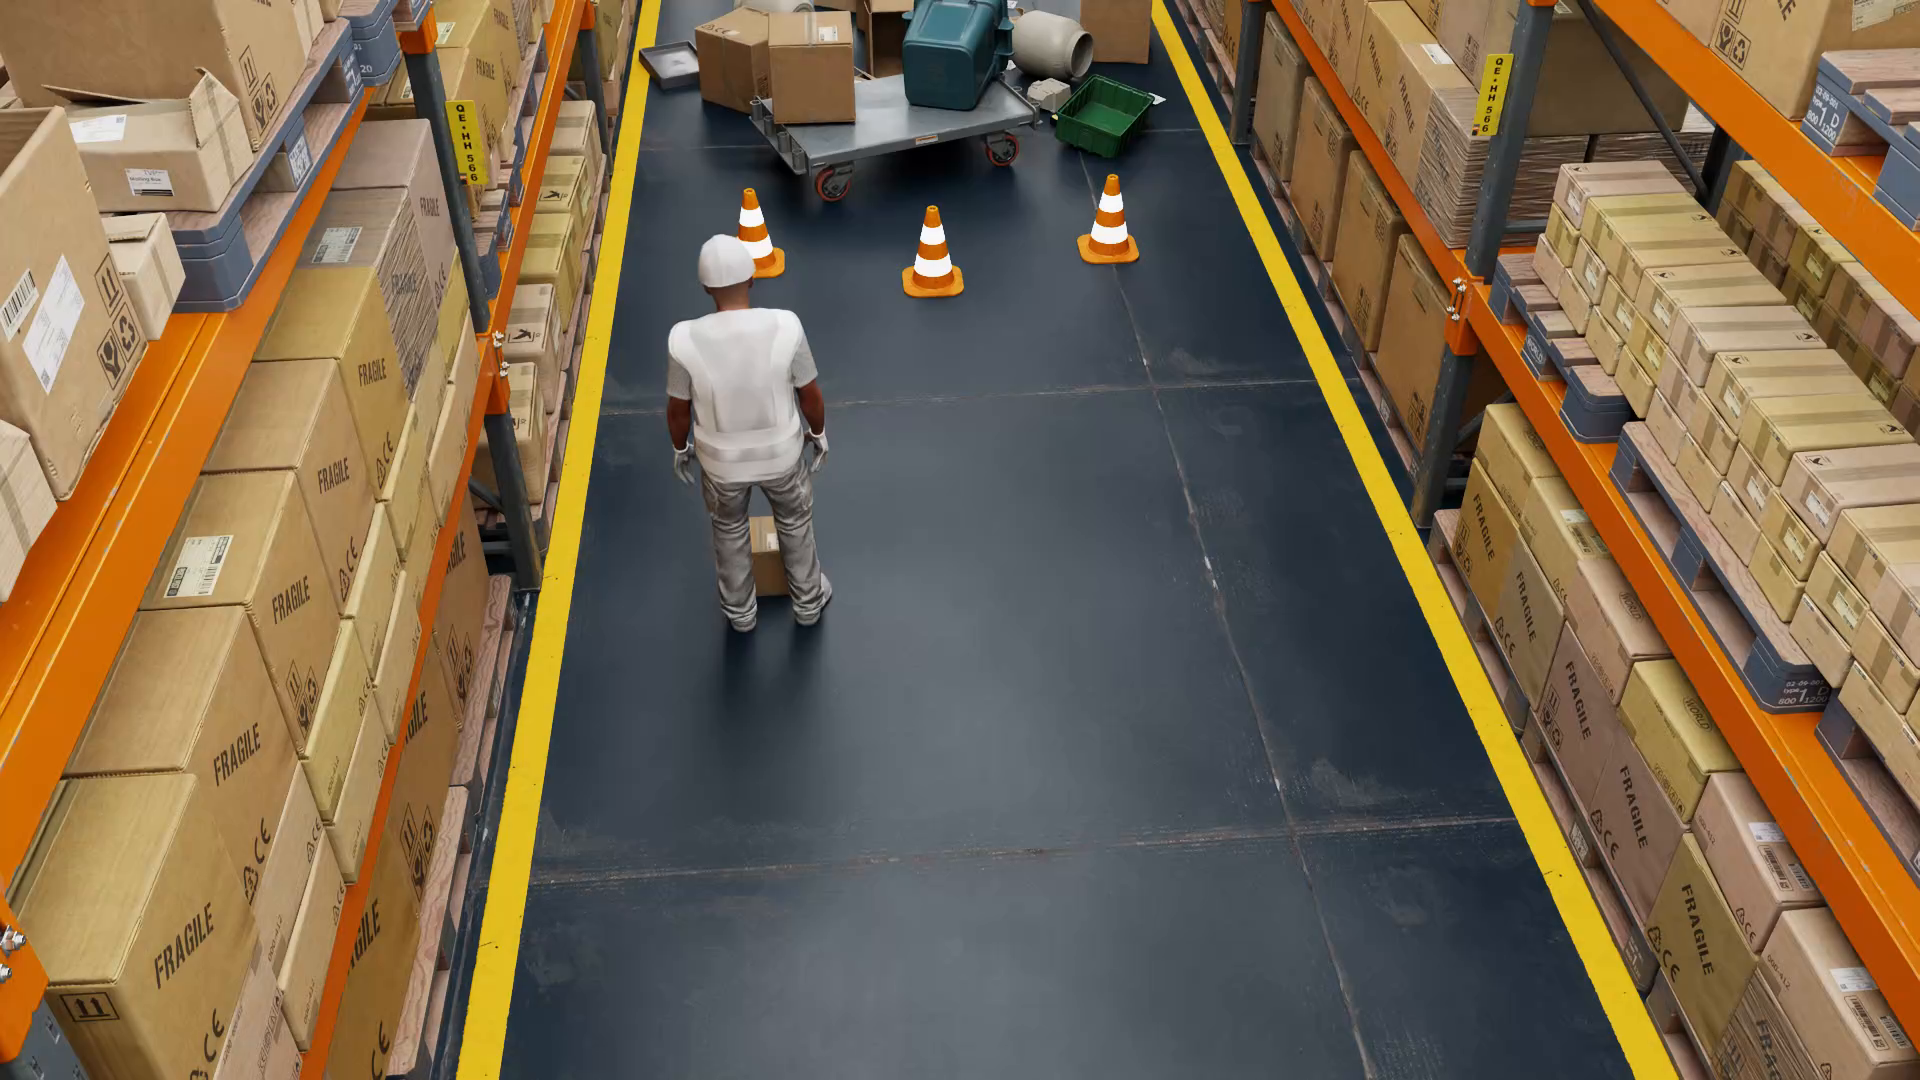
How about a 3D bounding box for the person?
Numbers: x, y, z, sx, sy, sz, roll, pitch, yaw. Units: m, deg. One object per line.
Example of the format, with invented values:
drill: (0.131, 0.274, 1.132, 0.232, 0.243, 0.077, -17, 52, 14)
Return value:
person: (-0.821, -0.379, 6.618, 0.614, 1.773, 0.449, -4, 39, -5)
